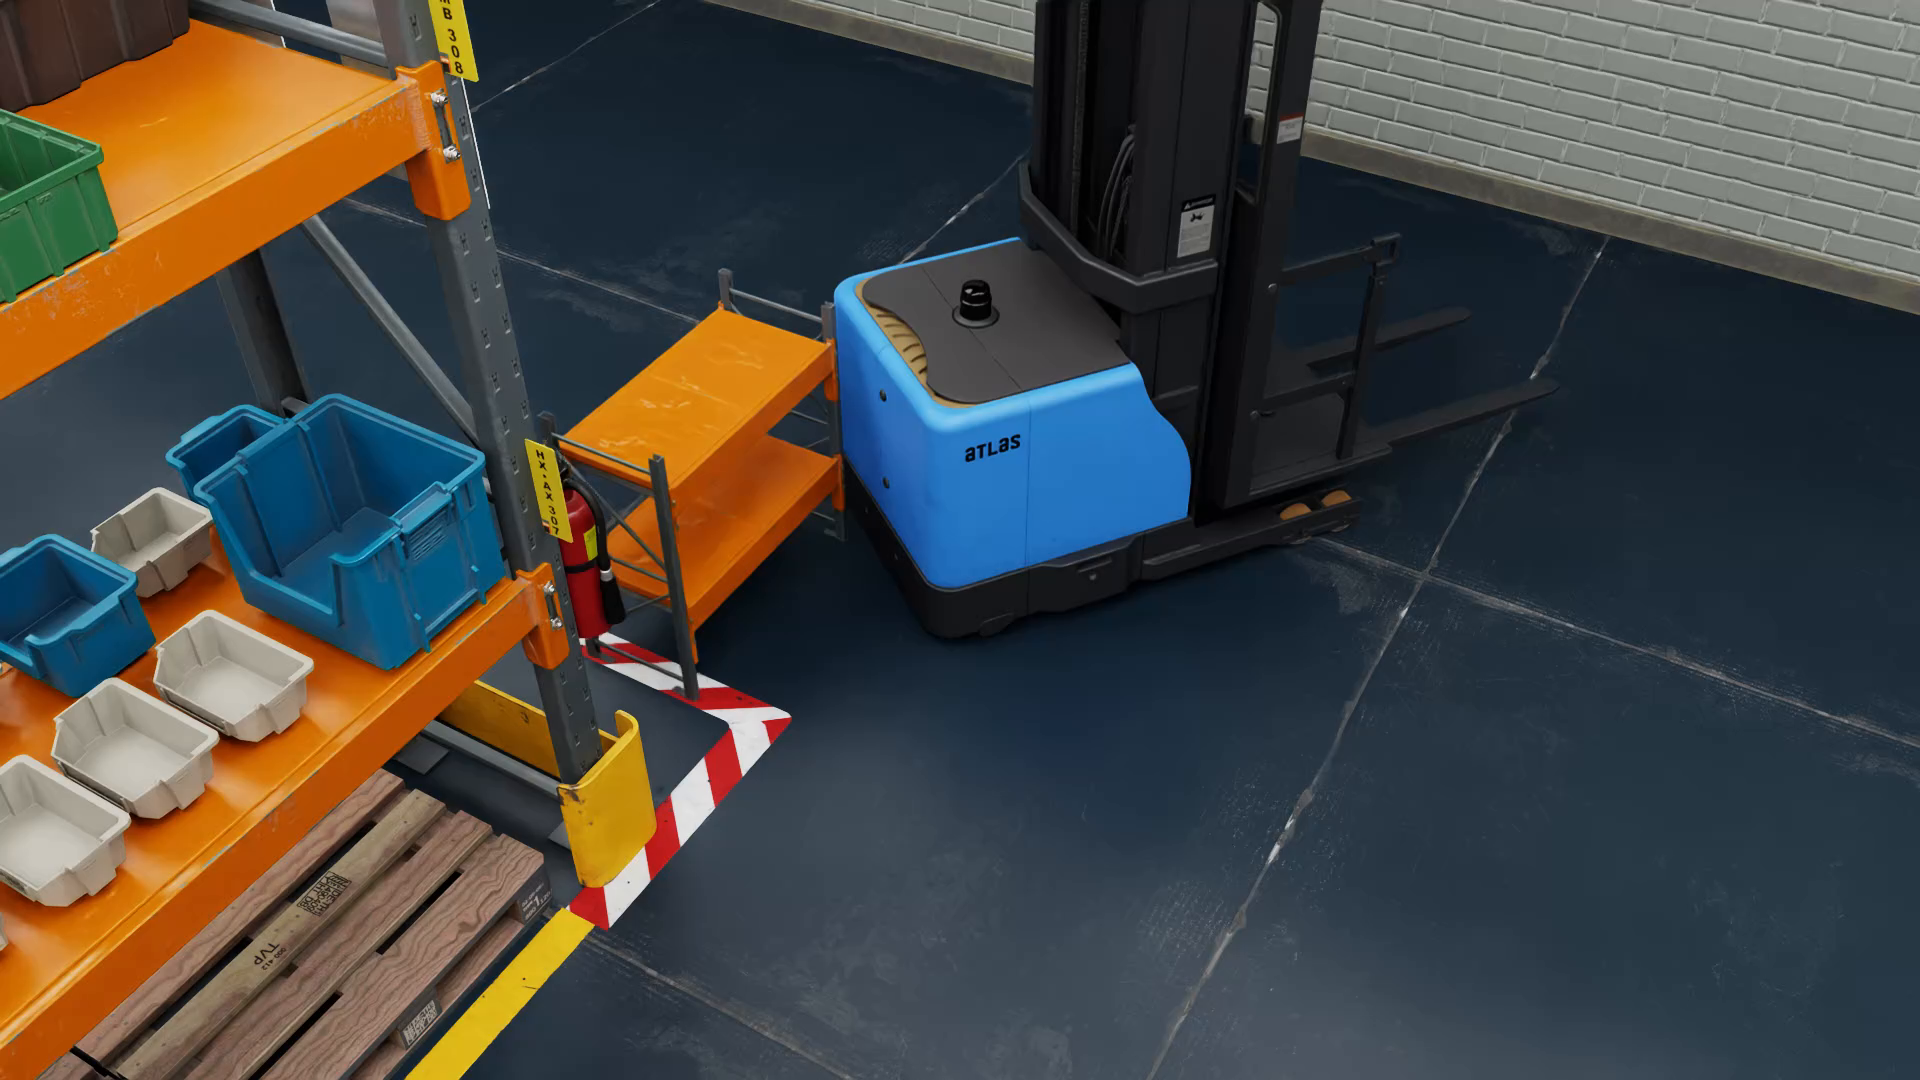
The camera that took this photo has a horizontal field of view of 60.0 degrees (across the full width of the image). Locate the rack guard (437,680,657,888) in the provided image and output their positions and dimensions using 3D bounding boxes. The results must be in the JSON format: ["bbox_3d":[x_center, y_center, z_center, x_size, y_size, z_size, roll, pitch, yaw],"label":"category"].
[{"bbox_3d":[-1.596,0.678,5.601,1.175,0.500,0.348,21,45,22],"label":"rack guard"}]

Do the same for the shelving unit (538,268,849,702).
[{"bbox_3d":[-0.927,-0.210,6.138,0.538,1.125,1.048,21,45,22],"label":"shelving unit"}]

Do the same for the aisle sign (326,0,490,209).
[{"bbox_3d":[-1.307,-1.162,3.832,0.394,0.787,0.004,21,45,22],"label":"aisle sign"}]

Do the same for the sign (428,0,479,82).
[{"bbox_3d":[-1.113,-1.156,3.602,0.100,0.325,0.005,21,45,22],"label":"sign"}]

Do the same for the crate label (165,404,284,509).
[{"bbox_3d":[-2.006,-0.169,4.754,0.416,0.233,0.303,21,45,22],"label":"crate label"}]

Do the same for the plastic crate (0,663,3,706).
[{"bbox_3d":[-2.577,0.411,4.167,0.250,0.136,0.298,21,45,22],"label":"plastic crate"}]

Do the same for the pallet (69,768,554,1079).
[{"bbox_3d":[-2.043,1.264,5.155,1.003,0.211,1.213,21,45,22],"label":"pallet"}]

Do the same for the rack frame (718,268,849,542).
[{"bbox_3d":[-0.676,-0.503,6.470,0.500,1.125,0.032,21,45,22],"label":"rack frame"}]

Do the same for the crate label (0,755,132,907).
[{"bbox_3d":[-2.124,0.690,3.851,0.396,0.136,0.243,21,45,22],"label":"crate label"}]

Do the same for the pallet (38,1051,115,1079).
[{"bbox_3d":[-2.655,1.959,4.366,1.003,0.211,1.213,21,45,22],"label":"pallet"}]

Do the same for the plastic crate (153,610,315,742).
[{"bbox_3d":[-1.848,0.361,4.224,0.396,0.136,0.243,21,45,22],"label":"plastic crate"}]

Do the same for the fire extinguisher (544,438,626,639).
[{"bbox_3d":[-1.128,-0.009,4.831,0.296,0.674,0.183,21,45,22],"label":"fire extinguisher"}]

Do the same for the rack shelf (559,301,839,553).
[{"bbox_3d":[-0.927,-0.430,5.944,0.538,0.278,1.000,21,45,22],"label":"rack shelf"}]

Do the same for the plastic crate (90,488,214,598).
[{"bbox_3d":[-2.238,0.023,4.608,0.250,0.136,0.298,21,45,22],"label":"plastic crate"}]

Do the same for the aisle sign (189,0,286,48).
[{"bbox_3d":[-1.818,-1.357,4.054,0.394,0.787,0.004,21,45,22],"label":"aisle sign"}]

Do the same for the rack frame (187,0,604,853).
[{"bbox_3d":[-1.597,-0.242,4.755,1.000,3.000,0.127,21,45,22],"label":"rack frame"}]

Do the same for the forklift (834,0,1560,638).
[{"bbox_3d":[1.073,-1.384,6.104,3.031,2.935,1.130,-17,44,-18],"label":"forklift"}]

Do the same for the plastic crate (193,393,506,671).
[{"bbox_3d":[-1.603,-0.024,4.436,0.616,0.435,0.499,21,45,22],"label":"plastic crate"}]

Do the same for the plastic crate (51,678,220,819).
[{"bbox_3d":[-2.006,0.522,4.041,0.396,0.136,0.243,21,45,22],"label":"plastic crate"}]

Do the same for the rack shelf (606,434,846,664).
[{"bbox_3d":[-0.927,-0.027,6.299,0.538,0.278,1.000,21,45,22],"label":"rack shelf"}]

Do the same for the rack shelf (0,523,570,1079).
[{"bbox_3d":[-2.598,1.173,3.693,1.077,0.370,4.000,21,45,22],"label":"rack shelf"}]

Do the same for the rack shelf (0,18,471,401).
[{"bbox_3d":[-2.598,0.047,2.702,1.077,0.370,4.000,21,45,22],"label":"rack shelf"}]

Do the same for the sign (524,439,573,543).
[{"bbox_3d":[-1.113,-0.130,4.505,0.100,0.325,0.005,21,45,22],"label":"sign"}]

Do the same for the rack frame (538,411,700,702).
[{"bbox_3d":[-1.177,0.082,5.806,0.500,1.125,0.032,21,45,22],"label":"rack frame"}]

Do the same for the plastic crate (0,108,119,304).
[{"bbox_3d":[-1.843,-0.629,3.085,0.450,0.188,0.336,21,45,22],"label":"plastic crate"}]

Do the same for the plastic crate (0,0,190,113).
[{"bbox_3d":[-2.031,-1.190,3.661,0.497,0.269,0.590,21,45,22],"label":"plastic crate"}]

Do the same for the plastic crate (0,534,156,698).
[{"bbox_3d":[-2.335,0.208,4.326,0.416,0.233,0.300,21,45,22],"label":"plastic crate"}]

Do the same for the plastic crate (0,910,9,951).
[{"bbox_3d":[-2.256,0.865,3.652,0.298,0.136,0.250,21,45,22],"label":"plastic crate"}]
